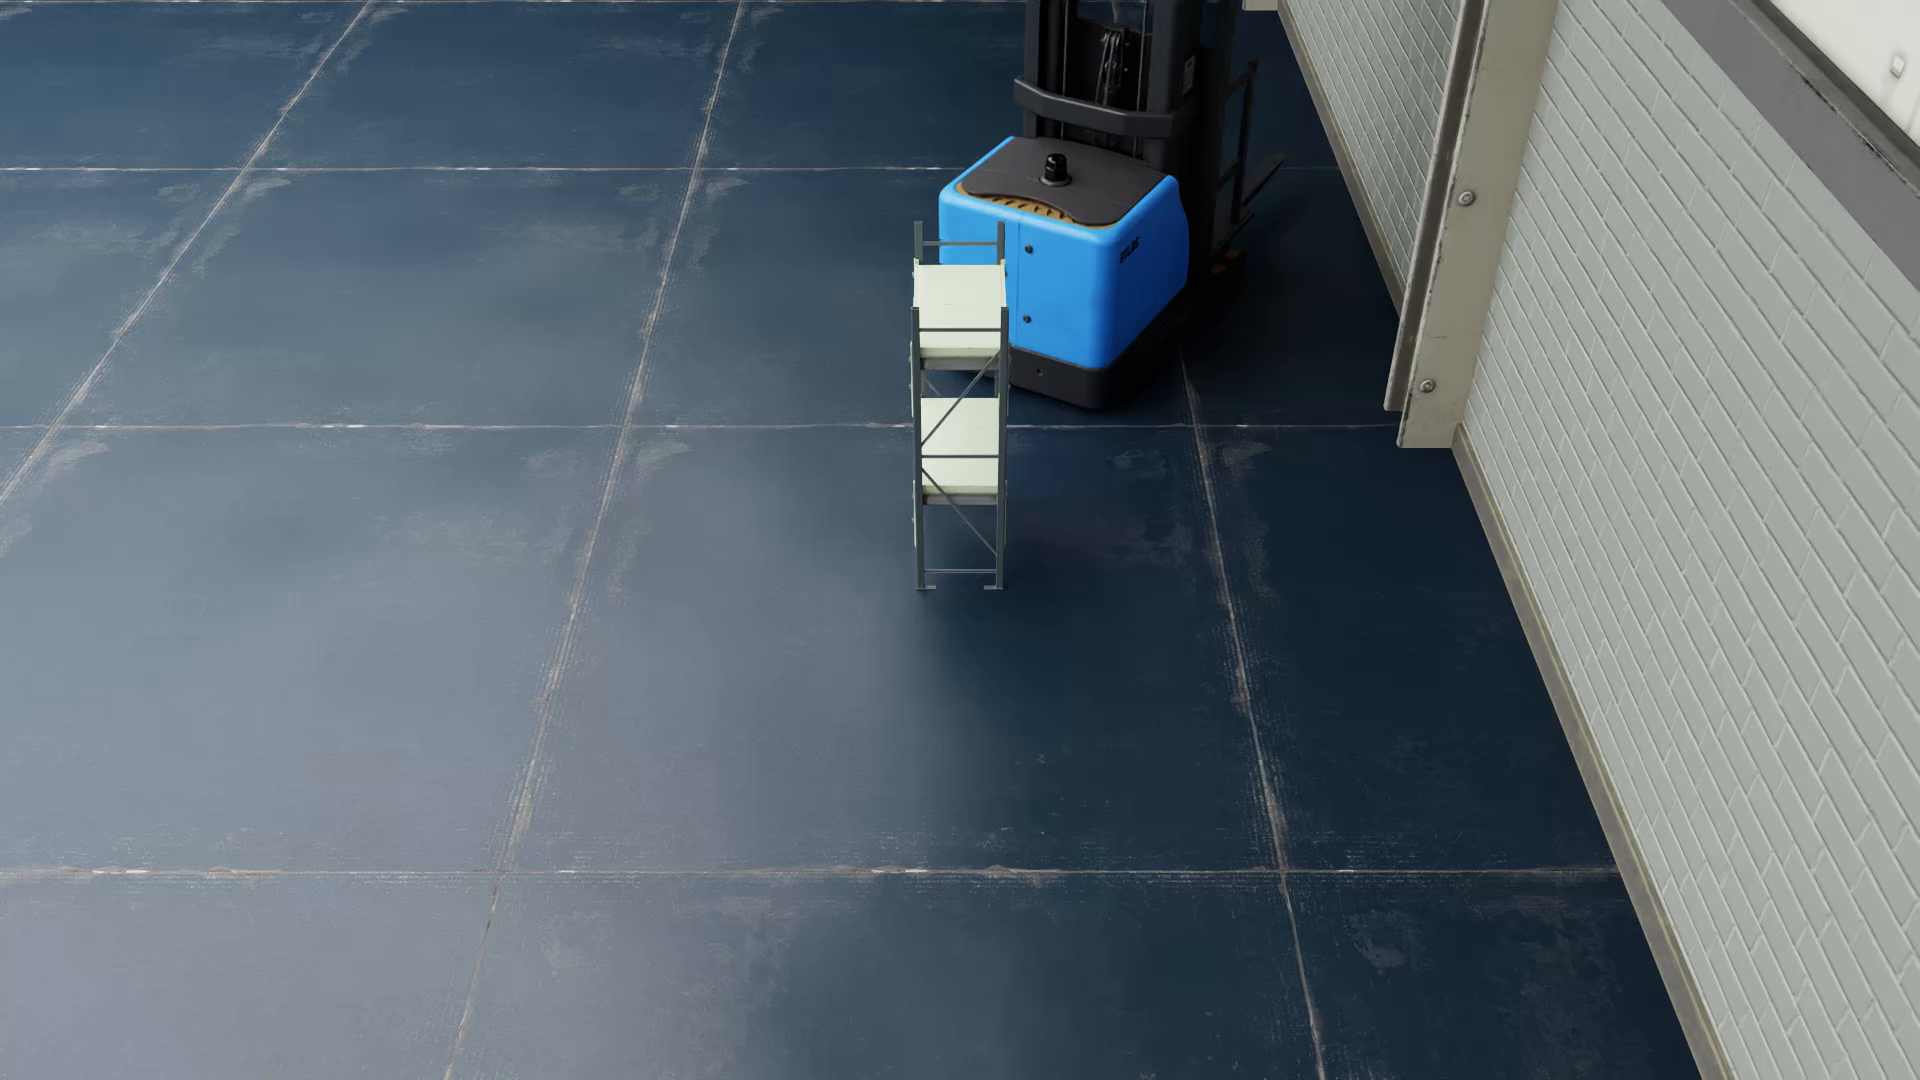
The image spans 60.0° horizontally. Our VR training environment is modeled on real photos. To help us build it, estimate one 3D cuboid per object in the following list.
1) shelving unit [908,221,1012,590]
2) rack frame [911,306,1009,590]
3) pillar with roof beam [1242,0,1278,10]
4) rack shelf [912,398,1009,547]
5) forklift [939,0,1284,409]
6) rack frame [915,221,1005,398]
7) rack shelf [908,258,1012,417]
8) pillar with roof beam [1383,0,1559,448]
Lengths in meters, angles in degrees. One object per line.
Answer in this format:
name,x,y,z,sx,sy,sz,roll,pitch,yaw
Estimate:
shelving unit,0.000,-0.589,7.532,0.431,1.500,0.755,0,39,0
rack frame,0.000,-0.361,7.246,0.400,1.500,0.023,0,39,0
pillar with roof beam,-1.892,-7.862,10.610,9.100,9.000,0.400,0,39,0
rack shelf,0.000,-0.335,7.736,0.431,0.370,0.720,0,39,0
forklift,1.048,-2.737,9.067,1.130,2.935,3.031,20,43,23
rack frame,0.000,-0.818,7.817,0.400,1.500,0.023,0,39,0
rack shelf,0.000,-0.894,7.288,0.431,0.370,0.720,0,39,0
pillar with roof beam,-1.885,-4.109,5.928,9.100,9.000,0.400,0,39,0
